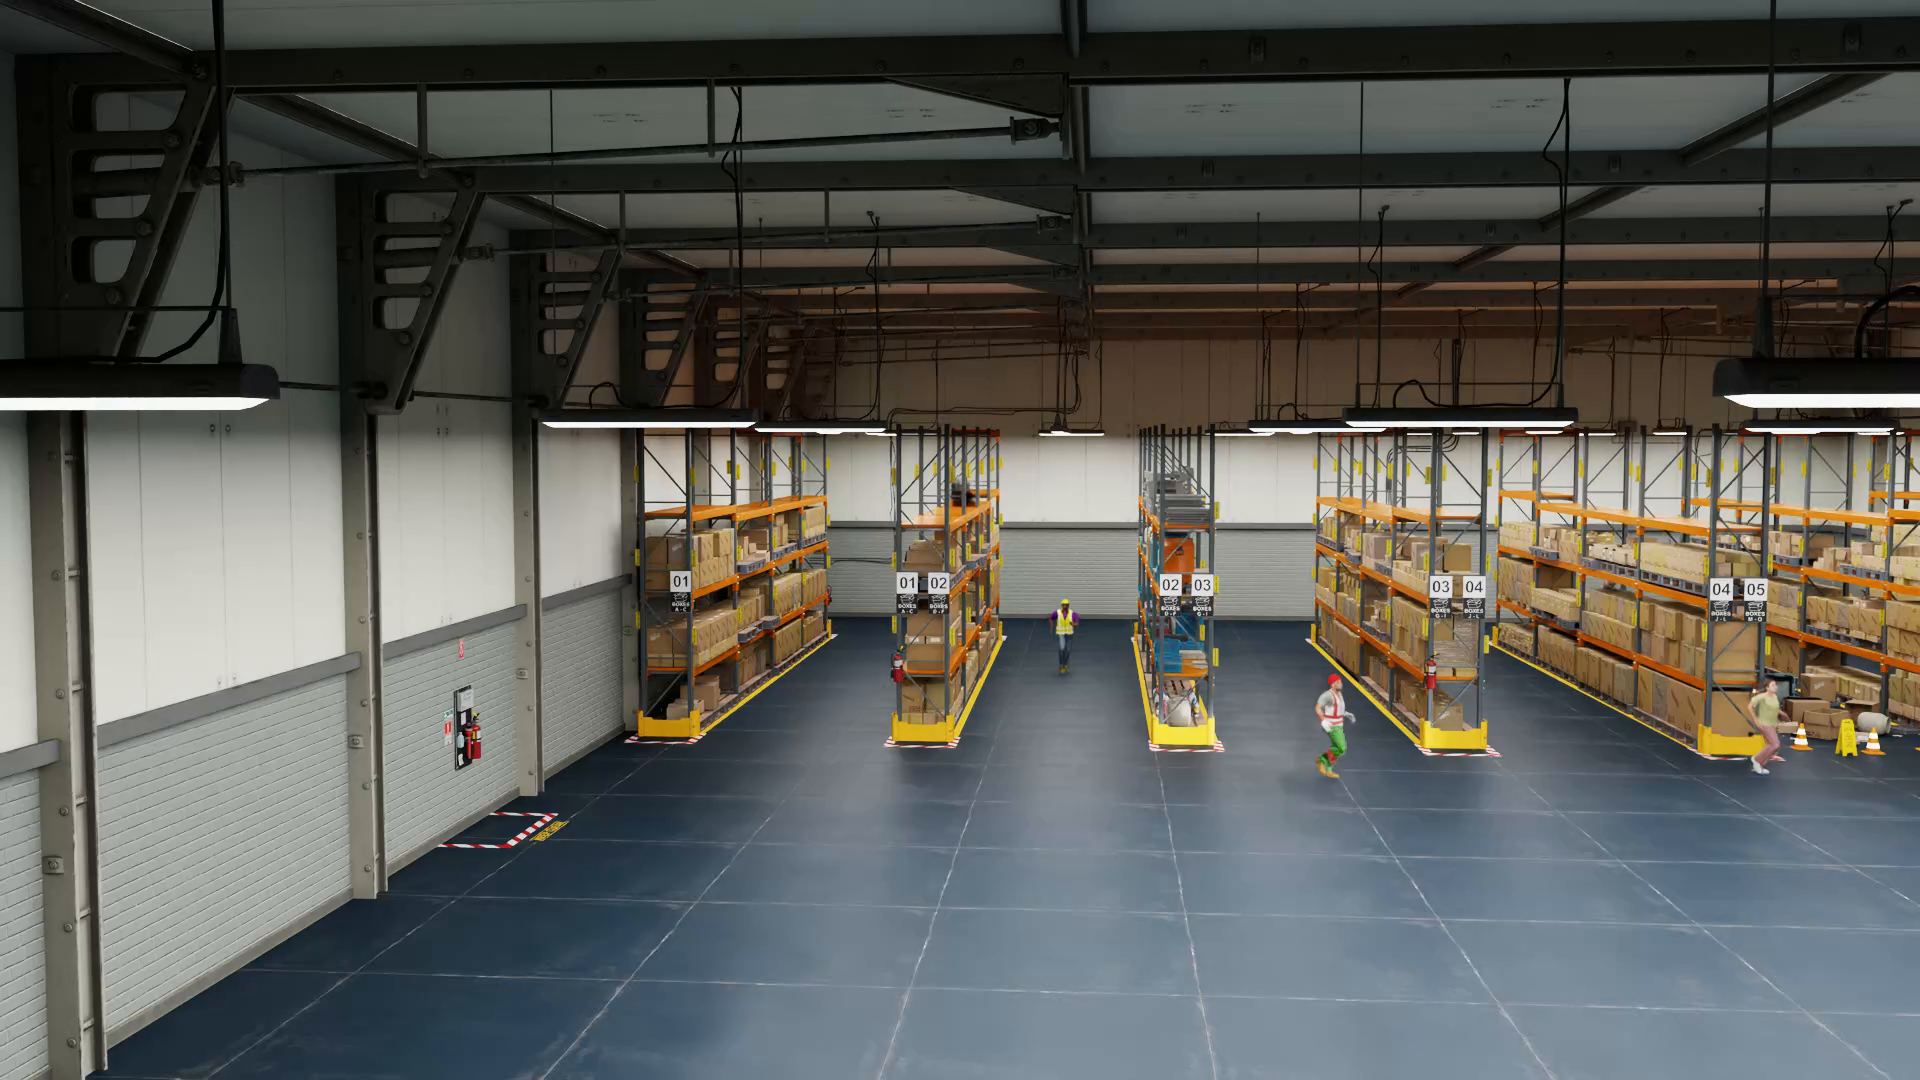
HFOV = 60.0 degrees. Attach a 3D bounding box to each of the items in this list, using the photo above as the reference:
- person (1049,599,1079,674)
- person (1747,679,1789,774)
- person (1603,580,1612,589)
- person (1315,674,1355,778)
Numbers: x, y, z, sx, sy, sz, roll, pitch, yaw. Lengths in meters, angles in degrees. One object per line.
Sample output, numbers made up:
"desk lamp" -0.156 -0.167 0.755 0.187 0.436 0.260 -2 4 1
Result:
"person" 2.568 2.358 40.794 0.672 1.831 0.777 -1 4 -8
"person" 13.774 3.174 28.293 0.587 1.641 0.564 -2 4 -32
"person" 18.329 1.980 47.116 0.942 1.765 0.723 0 3 -2
"person" 6.335 3.136 28.072 0.584 1.749 0.669 2 4 36
